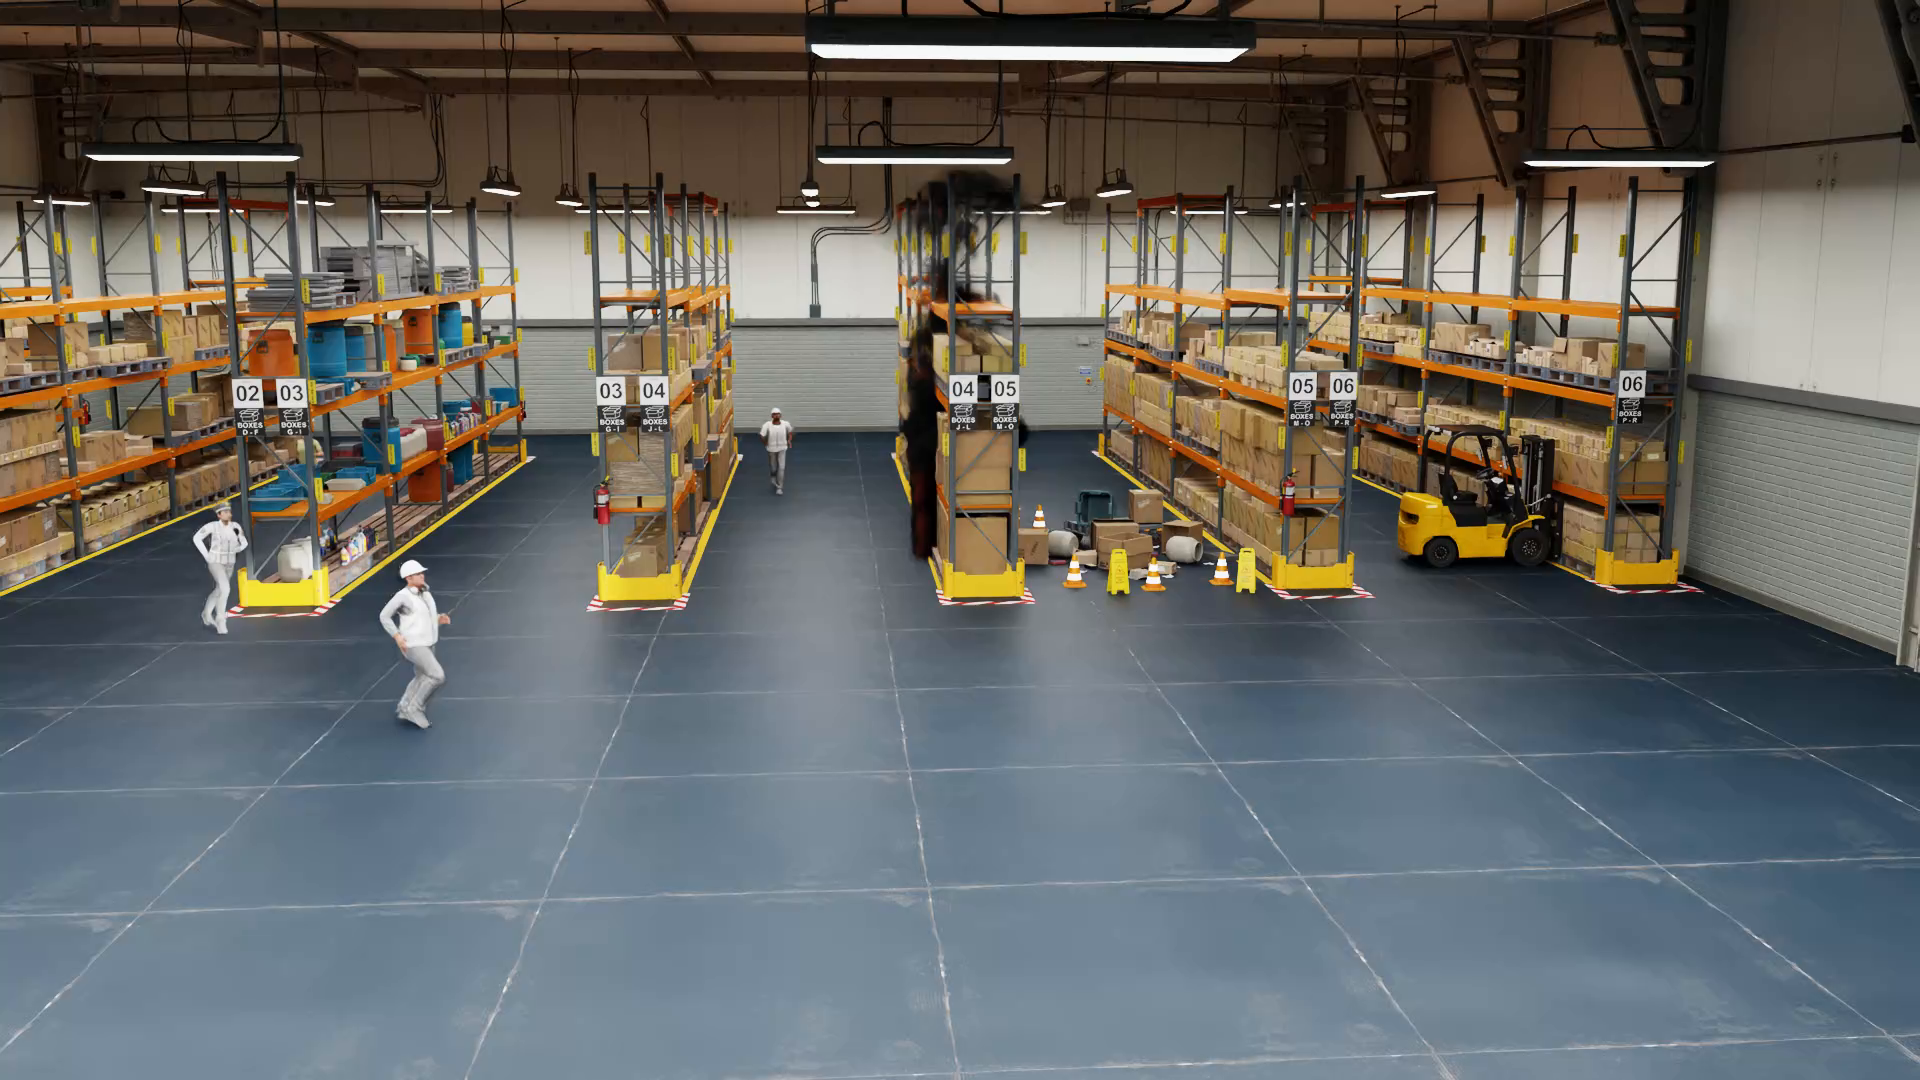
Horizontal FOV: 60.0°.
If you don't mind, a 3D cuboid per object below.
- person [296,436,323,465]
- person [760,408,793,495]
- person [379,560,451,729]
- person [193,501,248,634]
[{"bbox_3d":[-12.234,-1.296,31.305,0.547,1.731,0.720,-1,10,-6],"label":"person"},{"bbox_3d":[-3.751,-1.839,34.095,0.702,1.756,0.894,-2,10,-10],"label":"person"},{"bbox_3d":[-5.653,1.094,17.431,0.693,1.771,0.629,2,10,10],"label":"person"},{"bbox_3d":[-9.759,0.336,22.002,0.717,1.741,0.599,6,12,31],"label":"person"}]
